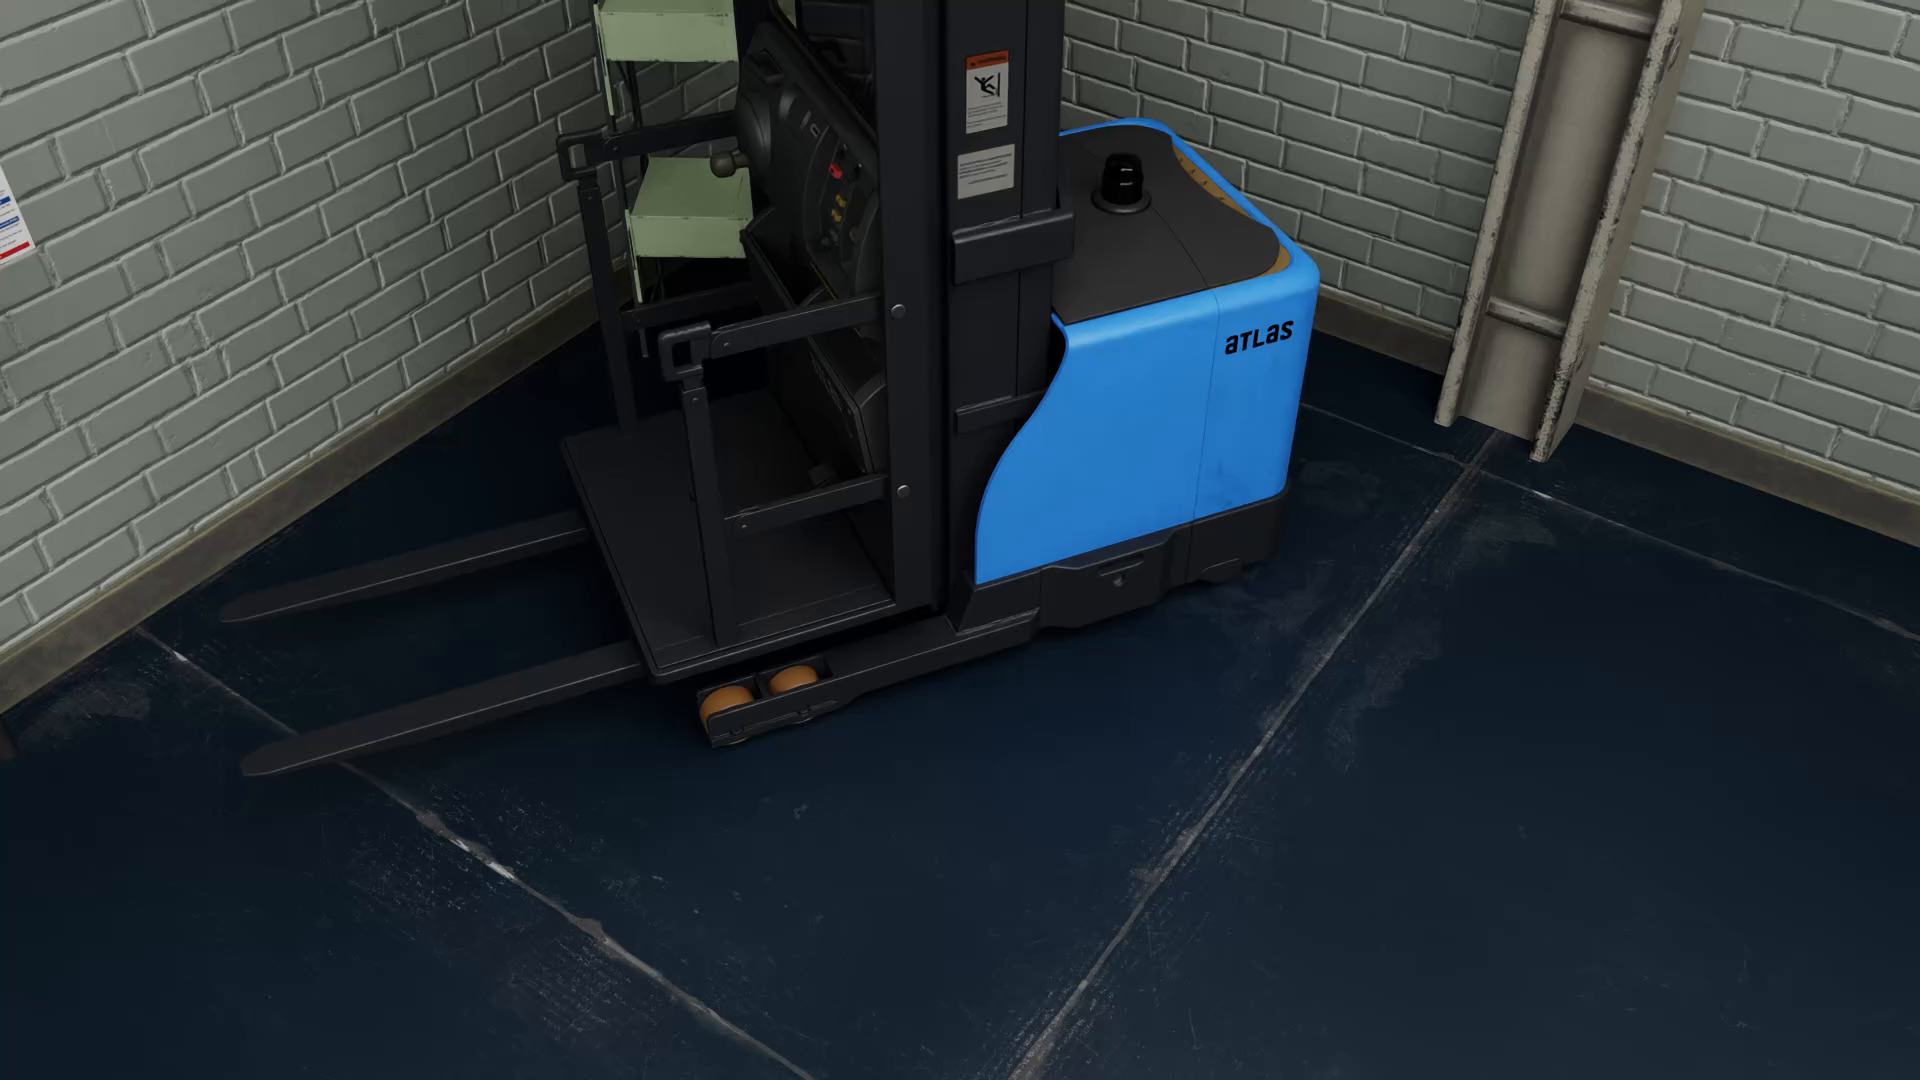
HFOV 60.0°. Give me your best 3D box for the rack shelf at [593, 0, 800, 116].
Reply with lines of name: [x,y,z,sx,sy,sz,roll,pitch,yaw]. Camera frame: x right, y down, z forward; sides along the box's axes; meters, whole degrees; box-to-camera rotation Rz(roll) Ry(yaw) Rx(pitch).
rack shelf: [-0.758,-1.631,5.362,0.720,0.370,0.431,1,42,1]

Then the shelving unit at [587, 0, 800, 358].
shelving unit: [-0.758,-1.340,5.623,0.755,1.500,0.431,1,42,1]

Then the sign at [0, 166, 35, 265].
sign: [-2.475,-0.847,4.019,0.001,0.494,0.329,25,48,25]

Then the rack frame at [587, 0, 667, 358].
rack frame: [-1.124,-1.348,5.632,0.023,1.500,0.400,1,42,1]

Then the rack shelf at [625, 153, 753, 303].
rack shelf: [-0.758,-1.097,5.840,0.720,0.370,0.431,1,42,1]

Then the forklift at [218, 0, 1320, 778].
forklift: [-0.573,-0.927,4.088,3.031,2.935,1.130,-16,44,-17]

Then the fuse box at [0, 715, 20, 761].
fuse box: [-2.589,-0.054,4.027,0.414,1.711,0.539,25,48,25]
